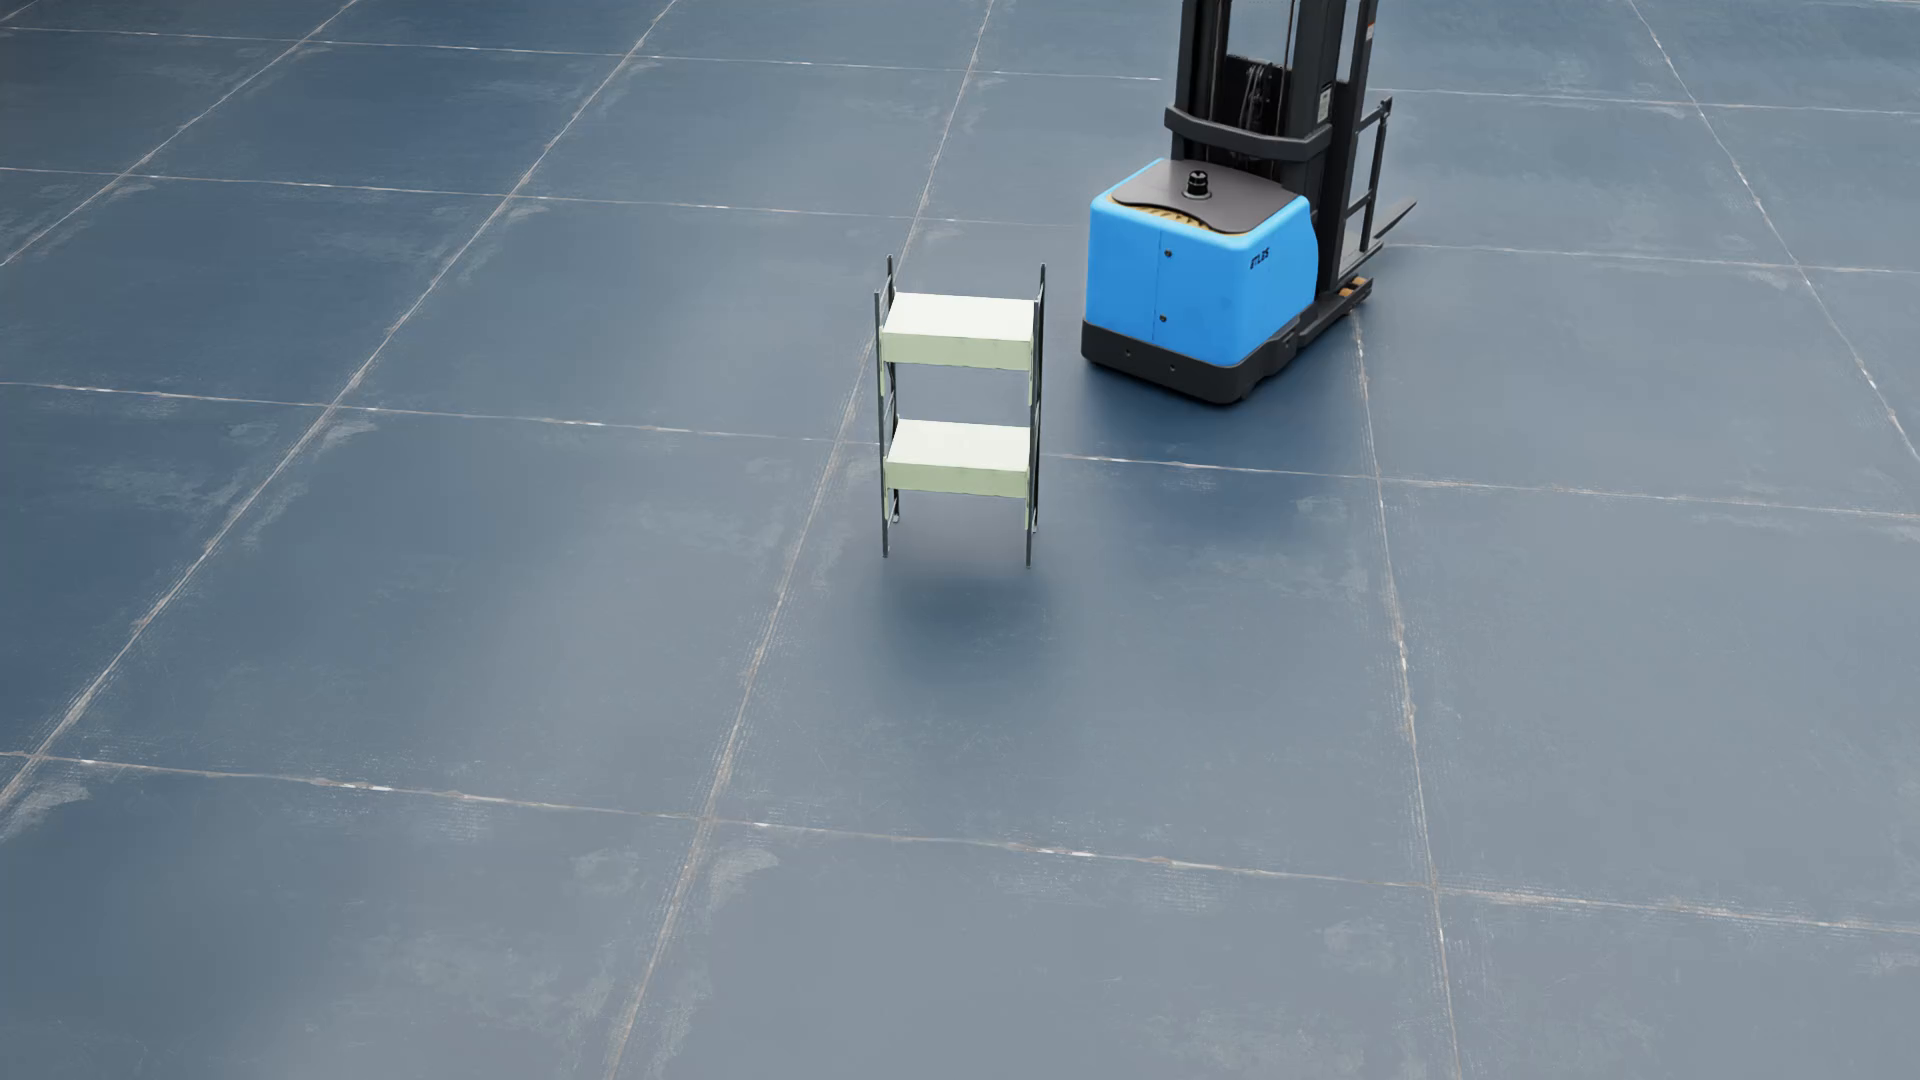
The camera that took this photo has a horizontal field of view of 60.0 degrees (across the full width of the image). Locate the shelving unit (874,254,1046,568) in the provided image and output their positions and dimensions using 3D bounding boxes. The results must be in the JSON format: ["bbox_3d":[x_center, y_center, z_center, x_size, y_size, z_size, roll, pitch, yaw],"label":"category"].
[{"bbox_3d":[0.007,-0.610,8.171,0.755,1.500,0.431,4,36,6],"label":"shelving unit"}]

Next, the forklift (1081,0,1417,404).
[{"bbox_3d":[2.009,-2.784,9.985,1.130,2.935,3.031,23,42,29],"label":"forklift"}]

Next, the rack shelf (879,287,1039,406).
[{"bbox_3d":[0.007,-0.928,7.944,0.720,0.370,0.431,4,36,6],"label":"rack shelf"}]

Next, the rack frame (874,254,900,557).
[{"bbox_3d":[-0.356,-0.637,8.209,0.023,1.500,0.400,4,36,6],"label":"rack frame"}]

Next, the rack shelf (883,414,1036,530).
[{"bbox_3d":[0.007,-0.345,8.360,0.720,0.370,0.431,4,36,6],"label":"rack shelf"}]

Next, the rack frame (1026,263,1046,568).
[{"bbox_3d":[0.370,-0.583,8.133,0.023,1.500,0.400,4,36,6],"label":"rack frame"}]
